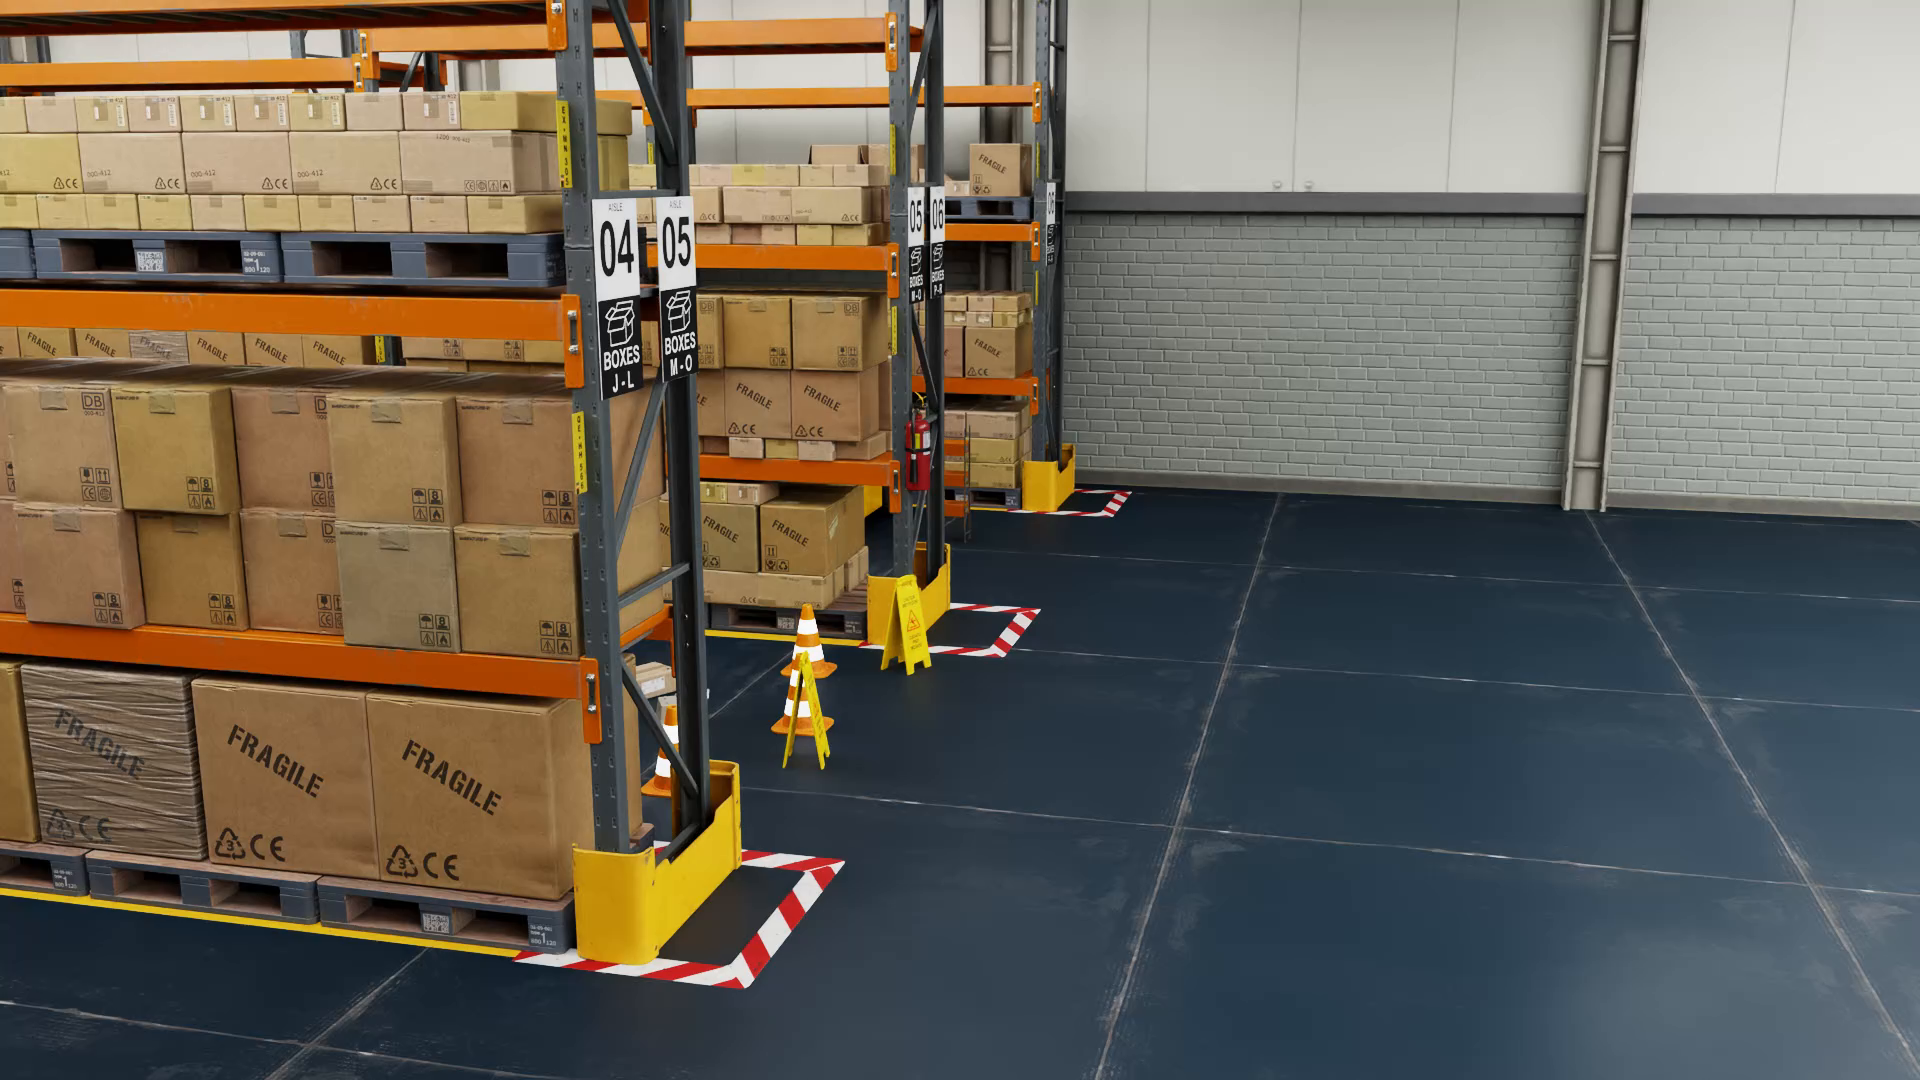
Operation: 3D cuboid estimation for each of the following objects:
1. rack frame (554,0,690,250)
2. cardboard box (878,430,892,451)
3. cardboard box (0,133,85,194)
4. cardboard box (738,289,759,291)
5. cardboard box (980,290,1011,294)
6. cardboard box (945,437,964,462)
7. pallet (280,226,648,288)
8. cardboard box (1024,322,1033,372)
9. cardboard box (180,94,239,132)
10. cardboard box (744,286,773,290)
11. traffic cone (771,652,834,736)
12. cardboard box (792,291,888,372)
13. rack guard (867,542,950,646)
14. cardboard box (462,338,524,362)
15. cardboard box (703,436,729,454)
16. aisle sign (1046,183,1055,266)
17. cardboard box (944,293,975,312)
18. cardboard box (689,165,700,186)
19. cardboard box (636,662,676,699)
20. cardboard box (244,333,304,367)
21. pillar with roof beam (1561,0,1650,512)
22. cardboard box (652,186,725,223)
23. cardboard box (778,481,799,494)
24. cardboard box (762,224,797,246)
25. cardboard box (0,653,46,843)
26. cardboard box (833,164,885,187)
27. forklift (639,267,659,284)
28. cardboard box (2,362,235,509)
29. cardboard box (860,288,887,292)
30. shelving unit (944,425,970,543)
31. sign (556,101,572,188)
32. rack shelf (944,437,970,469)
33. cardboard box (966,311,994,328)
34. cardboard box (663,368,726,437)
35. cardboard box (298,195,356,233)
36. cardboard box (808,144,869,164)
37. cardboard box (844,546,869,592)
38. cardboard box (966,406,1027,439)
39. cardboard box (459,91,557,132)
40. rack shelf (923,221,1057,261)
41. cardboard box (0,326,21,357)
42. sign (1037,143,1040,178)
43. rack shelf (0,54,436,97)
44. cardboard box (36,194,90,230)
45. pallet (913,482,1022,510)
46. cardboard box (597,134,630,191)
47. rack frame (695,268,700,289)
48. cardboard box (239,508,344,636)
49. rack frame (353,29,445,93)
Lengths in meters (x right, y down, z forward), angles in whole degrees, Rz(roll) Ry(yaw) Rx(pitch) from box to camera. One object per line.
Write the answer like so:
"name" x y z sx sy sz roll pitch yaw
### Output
"rack frame" -1.383 -2.711 6.693 0.127 3.000 1.000 3 13 14
"cardboard box" -0.576 -0.767 12.361 0.250 0.149 0.380 3 13 14
"cardboard box" -3.879 -1.644 7.268 0.500 0.250 0.500 3 13 13
"cardboard box" -2.230 -2.506 17.204 0.250 0.149 0.380 3 13 12
"cardboard box" 0.372 -2.472 17.053 0.250 0.149 0.380 4 13 15
"cardboard box" -0.142 -0.967 16.907 0.500 0.250 0.500 3 13 13
"pallet" -2.106 -1.240 7.191 1.213 0.211 1.003 3 13 14
"cardboard box" 0.476 -2.005 17.132 0.500 0.500 0.500 3 13 15
"cardboard box" -3.026 -1.779 6.958 0.250 0.149 0.380 3 13 13
"cardboard box" -2.117 -2.605 17.651 0.250 0.149 0.380 3 13 13
"traffic cone" -0.958 0.910 10.080 0.334 0.463 0.336 3 13 14
"cardboard box" -0.844 -1.491 11.820 0.500 0.500 0.700 3 13 12
"rack guard" -0.369 0.388 12.347 0.348 0.500 1.175 3 13 14
"cardboard box" -3.313 -1.619 12.394 0.500 0.500 0.700 3 13 14
"cardboard box" -1.698 -0.738 12.229 0.250 0.149 0.380 3 13 14
"aisle sign" 0.884 -3.076 16.189 0.004 0.787 0.394 3 13 14
"cardboard box" -0.016 -2.372 16.599 0.250 0.149 0.380 3 13 15
"cardboard box" -1.905 -2.603 11.871 0.250 0.149 0.380 3 13 12
"cardboard box" -2.051 0.920 10.759 0.250 0.149 0.380 12 17 43
"cardboard box" -5.164 -1.436 12.911 0.500 0.500 0.500 3 13 14
"pillar with roof beam" 5.224 -3.810 11.648 0.400 9.000 9.100 3 13 14
"cardboard box" -1.850 -2.387 11.818 0.500 0.250 0.500 3 13 15
"cardboard box" -1.544 -0.184 12.804 0.500 0.500 0.500 3 13 11
"cardboard box" -1.208 -2.157 11.701 0.250 0.149 0.380 3 13 15
"cardboard box" -4.673 0.890 8.250 0.875 0.875 0.875 3 13 14
"cardboard box" -0.695 -2.515 11.474 0.250 0.149 0.380 3 13 14
"forklift" -3.525 -1.844 16.795 1.130 2.935 3.031 -5 14 -23
"cardboard box" -3.864 -0.503 7.752 0.550 0.550 0.875 3 13 14
"cardboard box" -0.880 -2.532 17.321 0.250 0.149 0.380 3 13 14
"shelving unit" -0.052 -0.515 15.149 0.252 1.050 0.215 3 13 14
"sign" -1.527 -1.527 6.420 0.005 0.325 0.100 3 13 14
"rack shelf" -0.052 -0.782 15.090 0.240 0.259 0.215 3 13 14
"cardboard box" 0.231 -2.204 16.530 0.250 0.149 0.380 3 13 14
"cardboard box" -1.858 -1.046 12.123 0.500 0.500 0.500 3 13 13
"cardboard box" -2.527 -1.363 6.924 0.250 0.149 0.380 3 13 14
"cardboard box" -1.127 -3.725 16.752 0.637 0.503 0.797 3 13 15
"cardboard box" -1.012 0.209 12.762 0.500 0.250 0.500 3 13 13
"cardboard box" 0.368 -1.181 16.720 0.500 0.250 0.500 4 13 15
"cardboard box" -1.792 -1.713 6.660 0.250 0.149 0.380 3 13 14
"rack shelf" -1.052 -3.089 16.985 4.000 0.370 1.077 3 13 14
"cardboard box" -7.681 -1.571 13.517 0.500 0.500 0.500 3 13 12
"sign" 0.747 -3.617 15.841 0.005 0.325 0.100 3 13 14
"rack shelf" -6.121 -3.522 12.933 4.000 0.370 1.077 3 13 14
"cardboard box" -3.758 -1.429 7.221 0.250 0.149 0.380 3 13 14
"pallet" 0.138 -0.542 17.205 1.213 0.211 1.003 3 13 14
"cardboard box" -1.790 -1.651 7.302 0.500 0.250 0.500 3 13 13
"rack frame" -2.993 -2.080 17.700 0.127 3.000 1.000 3 13 14
"cardboard box" -2.807 0.055 7.729 0.550 0.550 0.875 3 13 14
"rack frame" -4.179 -3.965 12.344 0.127 3.000 1.000 3 13 14
